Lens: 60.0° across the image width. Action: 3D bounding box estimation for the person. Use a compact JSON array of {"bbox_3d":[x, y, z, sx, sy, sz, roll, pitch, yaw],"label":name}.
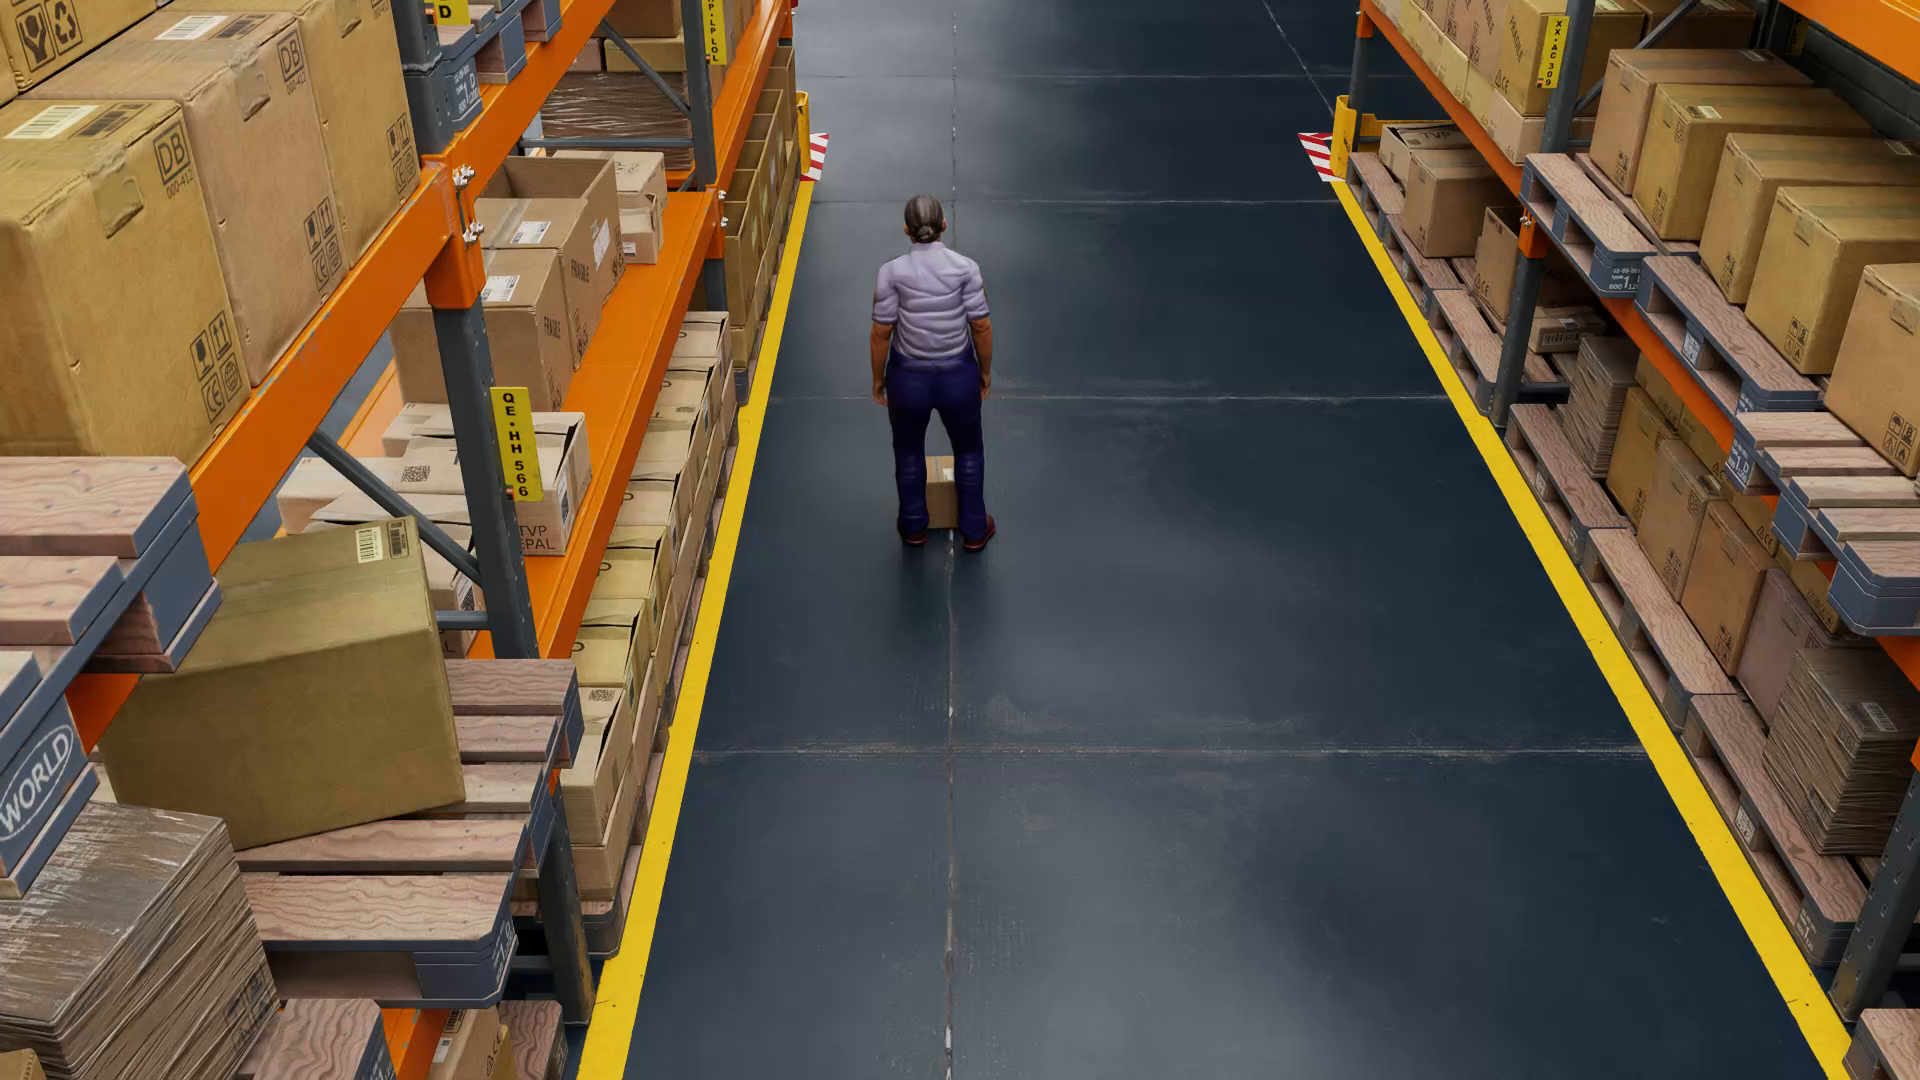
[{"bbox_3d":[-0.110,-0.712,7.294,0.562,1.651,0.427,-2,32,-3],"label":"person"}]
